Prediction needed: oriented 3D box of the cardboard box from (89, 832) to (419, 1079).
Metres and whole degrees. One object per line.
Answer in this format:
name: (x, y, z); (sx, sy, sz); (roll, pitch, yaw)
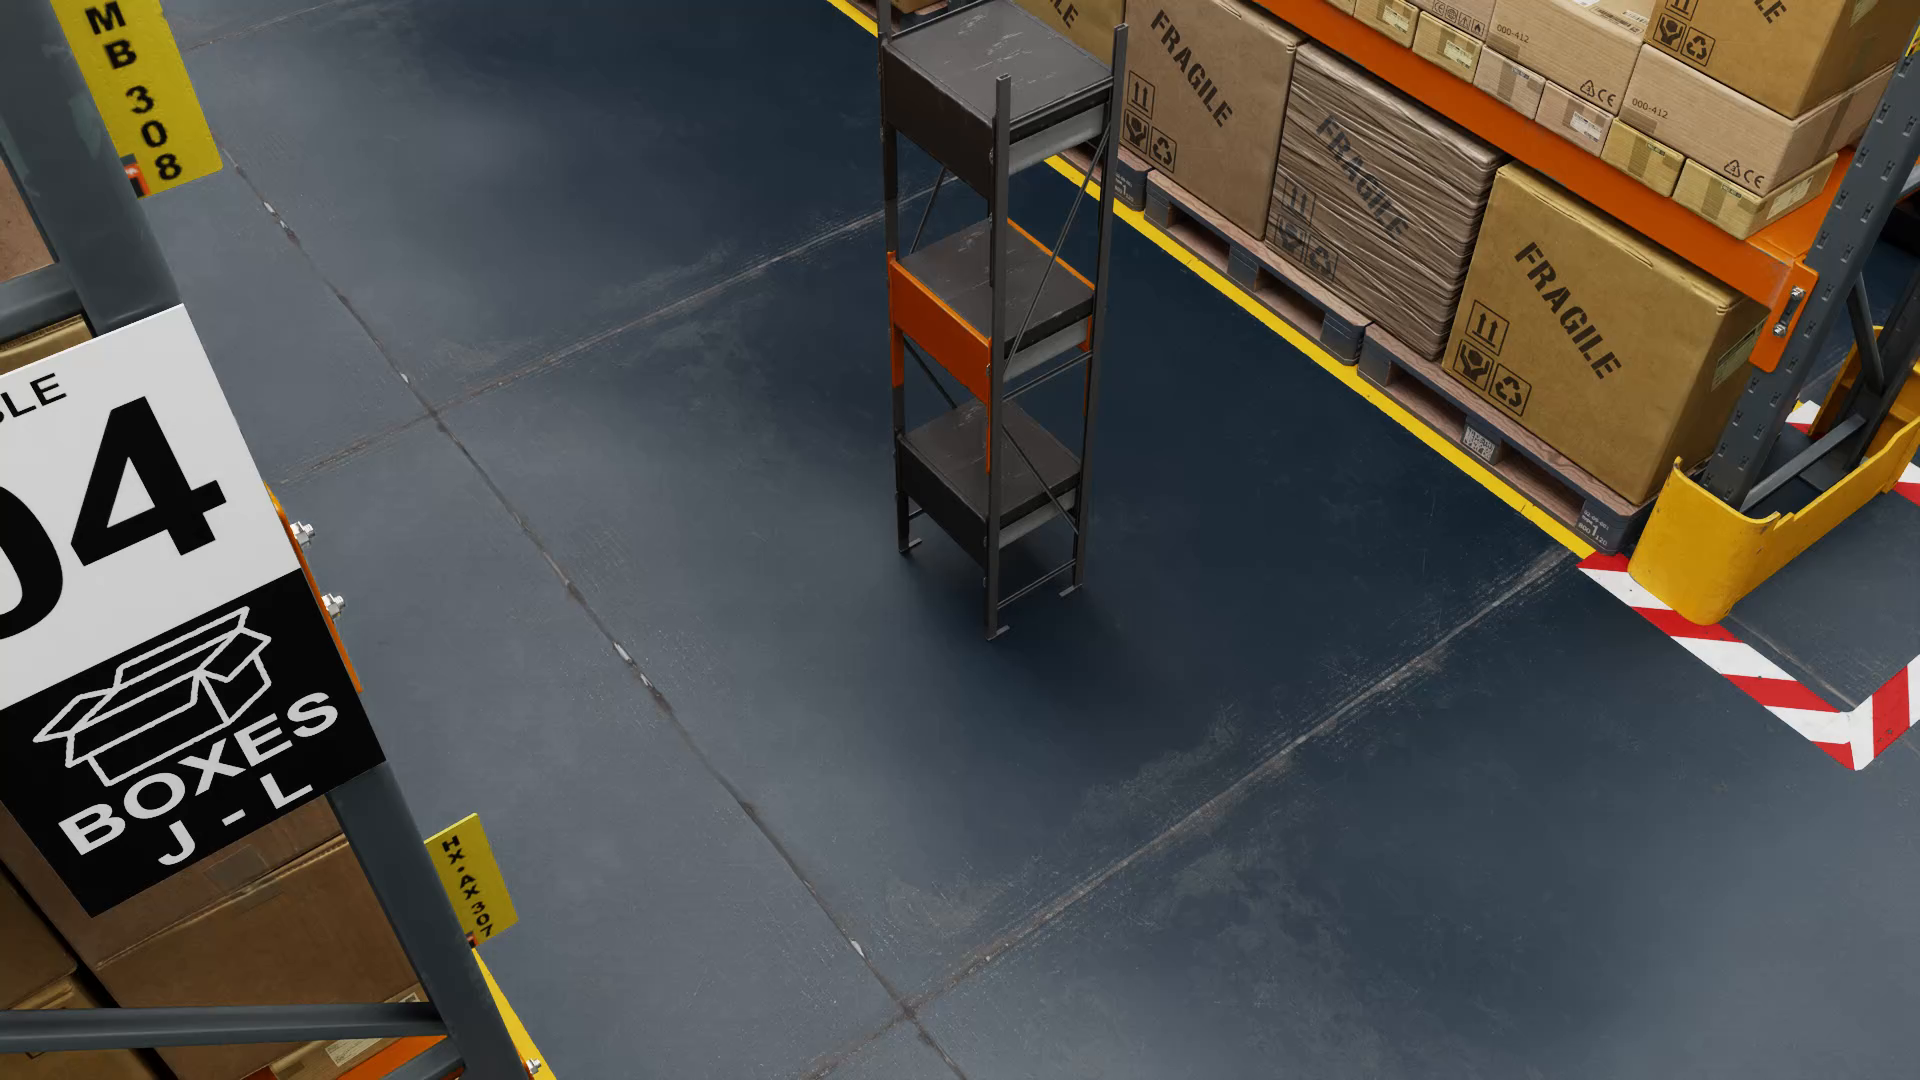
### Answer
cardboard box: (-1.263, 0.561, 2.948); (0.500, 0.500, 0.500); (-27, 53, -22)

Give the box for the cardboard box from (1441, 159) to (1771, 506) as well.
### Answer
cardboard box: (2.347, -0.851, 5.647); (0.875, 0.875, 0.875); (-29, 54, -24)

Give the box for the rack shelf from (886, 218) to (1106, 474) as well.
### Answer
rack shelf: (0.100, -0.598, 4.894); (0.431, 0.518, 0.480); (-29, 54, -24)

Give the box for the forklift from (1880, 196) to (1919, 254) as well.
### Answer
forklift: (4.396, -2.359, 5.910); (1.130, 2.935, 3.031); (-33, 56, -26)

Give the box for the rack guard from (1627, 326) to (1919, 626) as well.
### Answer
rack guard: (2.812, -0.228, 5.619); (1.175, 0.500, 0.348); (-29, 54, -24)

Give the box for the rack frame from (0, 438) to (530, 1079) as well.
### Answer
rack frame: (-1.211, 1.084, 2.743); (1.000, 3.000, 0.127); (-29, 54, -24)

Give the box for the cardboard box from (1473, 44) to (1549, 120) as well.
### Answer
cardboard box: (1.859, -1.509, 5.263); (0.380, 0.149, 0.250); (-29, 54, -23)

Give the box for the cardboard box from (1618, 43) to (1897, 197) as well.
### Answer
cardboard box: (2.293, -1.298, 4.803); (0.500, 0.250, 0.500); (-30, 55, -25)

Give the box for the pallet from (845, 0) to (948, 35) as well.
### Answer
pallet: (-0.151, -2.925, 8.259); (1.003, 0.211, 1.213); (-29, 54, -24)

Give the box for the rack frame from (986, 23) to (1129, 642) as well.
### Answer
rack frame: (0.248, -0.464, 4.753); (0.400, 2.100, 0.015); (-29, 54, -24)

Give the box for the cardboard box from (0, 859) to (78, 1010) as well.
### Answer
cardboard box: (-1.686, 0.456, 2.369); (0.500, 0.500, 0.500); (-30, 55, -25)

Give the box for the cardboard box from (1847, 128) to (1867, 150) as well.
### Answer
cardboard box: (2.845, -1.355, 5.123); (0.380, 0.149, 0.250); (-29, 54, -24)

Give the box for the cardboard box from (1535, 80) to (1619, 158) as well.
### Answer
cardboard box: (2.009, -1.361, 5.129); (0.380, 0.149, 0.250); (-29, 54, -24)

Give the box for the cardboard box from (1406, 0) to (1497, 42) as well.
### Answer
cardboard box: (1.678, -1.897, 5.346); (0.500, 0.250, 0.500); (-31, 55, -25)

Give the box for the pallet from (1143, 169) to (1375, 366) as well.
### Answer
pallet: (1.517, -1.300, 6.786); (1.003, 0.211, 1.213); (-29, 54, -24)

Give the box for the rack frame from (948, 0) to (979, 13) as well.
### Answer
rack frame: (0.376, -3.440, 6.844); (1.000, 3.000, 0.127); (-29, 54, -24)

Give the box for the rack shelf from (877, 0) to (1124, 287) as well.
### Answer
rack shelf: (0.100, -1.069, 4.375); (0.431, 0.518, 0.480); (-29, 54, -24)

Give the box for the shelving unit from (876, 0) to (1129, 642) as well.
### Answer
shelving unit: (0.100, -0.608, 4.884); (0.431, 2.100, 0.503); (-29, 54, -24)

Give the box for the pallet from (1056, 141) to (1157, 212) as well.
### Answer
pallet: (0.774, -2.020, 7.439); (1.003, 0.211, 1.213); (-29, 54, -24)

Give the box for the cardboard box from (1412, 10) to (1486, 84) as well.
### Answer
cardboard box: (1.701, -1.661, 5.401); (0.380, 0.149, 0.250); (-31, 55, -25)

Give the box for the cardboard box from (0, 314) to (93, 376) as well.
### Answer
cardboard box: (-1.279, -0.253, 2.031); (0.500, 0.250, 0.500); (-28, 53, -23)

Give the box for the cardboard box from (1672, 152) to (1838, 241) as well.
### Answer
cardboard box: (2.320, -1.060, 4.856); (0.380, 0.149, 0.250); (-28, 54, -23)

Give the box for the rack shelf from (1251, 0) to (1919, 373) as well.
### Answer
rack shelf: (1.587, -2.019, 6.042); (1.077, 0.370, 4.000); (-29, 54, -24)

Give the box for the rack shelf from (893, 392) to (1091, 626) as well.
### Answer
rack shelf: (0.100, -0.128, 5.412); (0.431, 0.518, 0.480); (-29, 54, -24)

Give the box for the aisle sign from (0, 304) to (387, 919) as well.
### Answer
aisle sign: (-0.928, 0.119, 1.863); (0.394, 0.787, 0.004); (-29, 54, -24)

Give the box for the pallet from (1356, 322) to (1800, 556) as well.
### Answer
pallet: (2.251, -0.582, 6.135); (1.003, 0.211, 1.213); (-29, 54, -24)

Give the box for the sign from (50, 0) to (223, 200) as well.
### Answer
sign: (-0.779, -0.461, 1.529); (0.100, 0.325, 0.005); (-29, 54, -24)

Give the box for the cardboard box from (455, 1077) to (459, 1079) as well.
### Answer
cardboard box: (-1.258, 1.239, 3.841); (0.380, 0.149, 0.250); (-32, 55, -26)

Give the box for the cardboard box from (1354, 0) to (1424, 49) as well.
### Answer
cardboard box: (1.543, -1.814, 5.539); (0.380, 0.149, 0.250); (-29, 54, -24)

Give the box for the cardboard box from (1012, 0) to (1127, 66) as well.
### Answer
cardboard box: (0.712, -2.443, 7.091); (0.875, 0.875, 0.875); (-29, 54, -24)

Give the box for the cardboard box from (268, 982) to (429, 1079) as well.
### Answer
cardboard box: (-1.146, 0.830, 3.143); (0.380, 0.149, 0.250); (-30, 54, -24)

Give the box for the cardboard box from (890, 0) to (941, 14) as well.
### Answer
cardboard box: (-0.028, -3.236, 7.810); (1.225, 0.875, 0.875); (-29, 54, -24)

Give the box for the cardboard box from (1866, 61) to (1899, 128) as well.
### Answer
cardboard box: (2.722, -1.535, 5.018); (0.500, 0.250, 0.500); (-31, 55, -25)

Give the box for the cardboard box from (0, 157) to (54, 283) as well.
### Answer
cardboard box: (-1.276, -0.423, 1.848); (0.500, 0.250, 0.500); (-29, 54, -23)

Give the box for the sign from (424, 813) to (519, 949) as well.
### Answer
sign: (-0.779, 0.549, 2.643); (0.100, 0.325, 0.005); (-29, 54, -24)

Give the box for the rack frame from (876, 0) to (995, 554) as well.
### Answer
rack frame: (-0.048, -0.752, 5.014); (0.400, 2.100, 0.015); (-29, 54, -24)

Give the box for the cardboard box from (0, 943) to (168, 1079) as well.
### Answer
cardboard box: (-1.688, 0.801, 2.731); (0.500, 0.500, 0.500); (-28, 54, -23)

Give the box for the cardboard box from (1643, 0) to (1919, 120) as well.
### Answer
cardboard box: (2.294, -1.553, 4.527); (0.500, 0.500, 0.500); (-29, 54, -24)

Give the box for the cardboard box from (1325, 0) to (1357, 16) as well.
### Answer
cardboard box: (1.395, -1.961, 5.673); (0.380, 0.149, 0.250); (-28, 54, -23)

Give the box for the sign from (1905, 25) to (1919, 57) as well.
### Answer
sign: (2.357, -1.315, 3.976); (0.100, 0.325, 0.005); (-29, 54, -24)

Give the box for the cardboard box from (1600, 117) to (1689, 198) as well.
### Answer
cardboard box: (2.161, -1.212, 4.994); (0.380, 0.149, 0.250); (-29, 54, -24)

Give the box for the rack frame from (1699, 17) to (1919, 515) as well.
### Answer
rack frame: (2.798, -1.082, 4.706); (1.000, 3.000, 0.127); (-29, 54, -24)

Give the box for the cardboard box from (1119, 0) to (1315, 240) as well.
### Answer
cardboard box: (1.257, -1.912, 6.609); (0.875, 0.875, 0.875); (-29, 54, -24)

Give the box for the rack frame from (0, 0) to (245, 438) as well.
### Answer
rack frame: (-1.211, -0.931, 0.520); (1.000, 3.000, 0.127); (-29, 54, -24)

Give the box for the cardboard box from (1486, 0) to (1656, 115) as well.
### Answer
cardboard box: (1.987, -1.597, 5.074); (0.500, 0.250, 0.500); (-30, 55, -25)

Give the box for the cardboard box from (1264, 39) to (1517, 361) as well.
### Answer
cardboard box: (1.796, -1.387, 6.134); (0.875, 0.875, 0.875); (-29, 54, -24)

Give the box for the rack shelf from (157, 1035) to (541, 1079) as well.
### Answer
rack shelf: (-2.422, 0.146, 4.079); (1.077, 0.370, 4.000); (-29, 54, -24)

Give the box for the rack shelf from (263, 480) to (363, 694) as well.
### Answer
rack shelf: (-2.422, -0.862, 2.967); (1.077, 0.370, 4.000); (-29, 54, -24)

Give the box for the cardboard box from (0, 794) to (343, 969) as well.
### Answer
cardboard box: (-1.271, 0.230, 2.573); (0.500, 0.500, 0.500); (-30, 54, -24)
